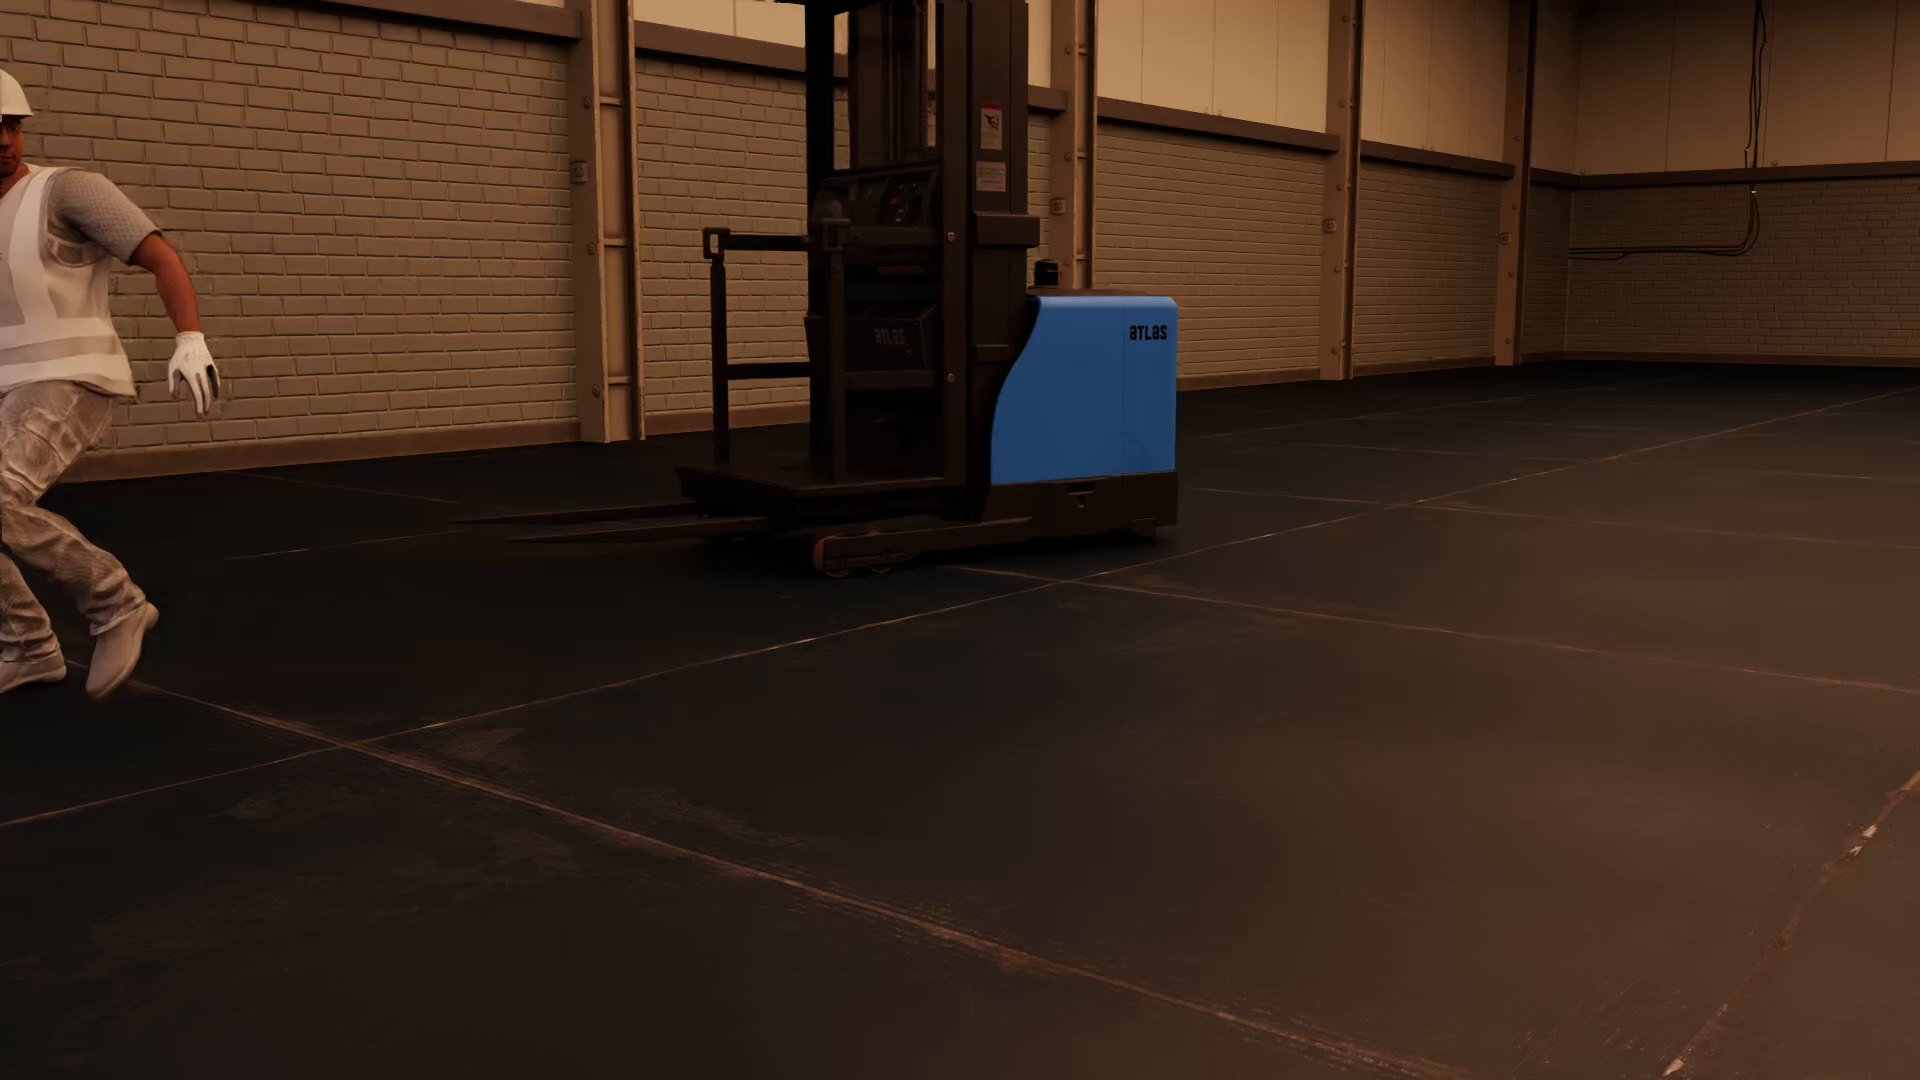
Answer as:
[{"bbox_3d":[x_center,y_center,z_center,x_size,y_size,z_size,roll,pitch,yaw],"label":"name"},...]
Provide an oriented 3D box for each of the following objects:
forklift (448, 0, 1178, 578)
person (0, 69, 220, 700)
[{"bbox_3d":[-0.535,-1.391,6.789,3.031,2.935,1.130,-6,10,-34],"label":"forklift"},{"bbox_3d":[-2.484,-0.398,4.390,0.849,1.676,0.625,5,9,28],"label":"person"}]
